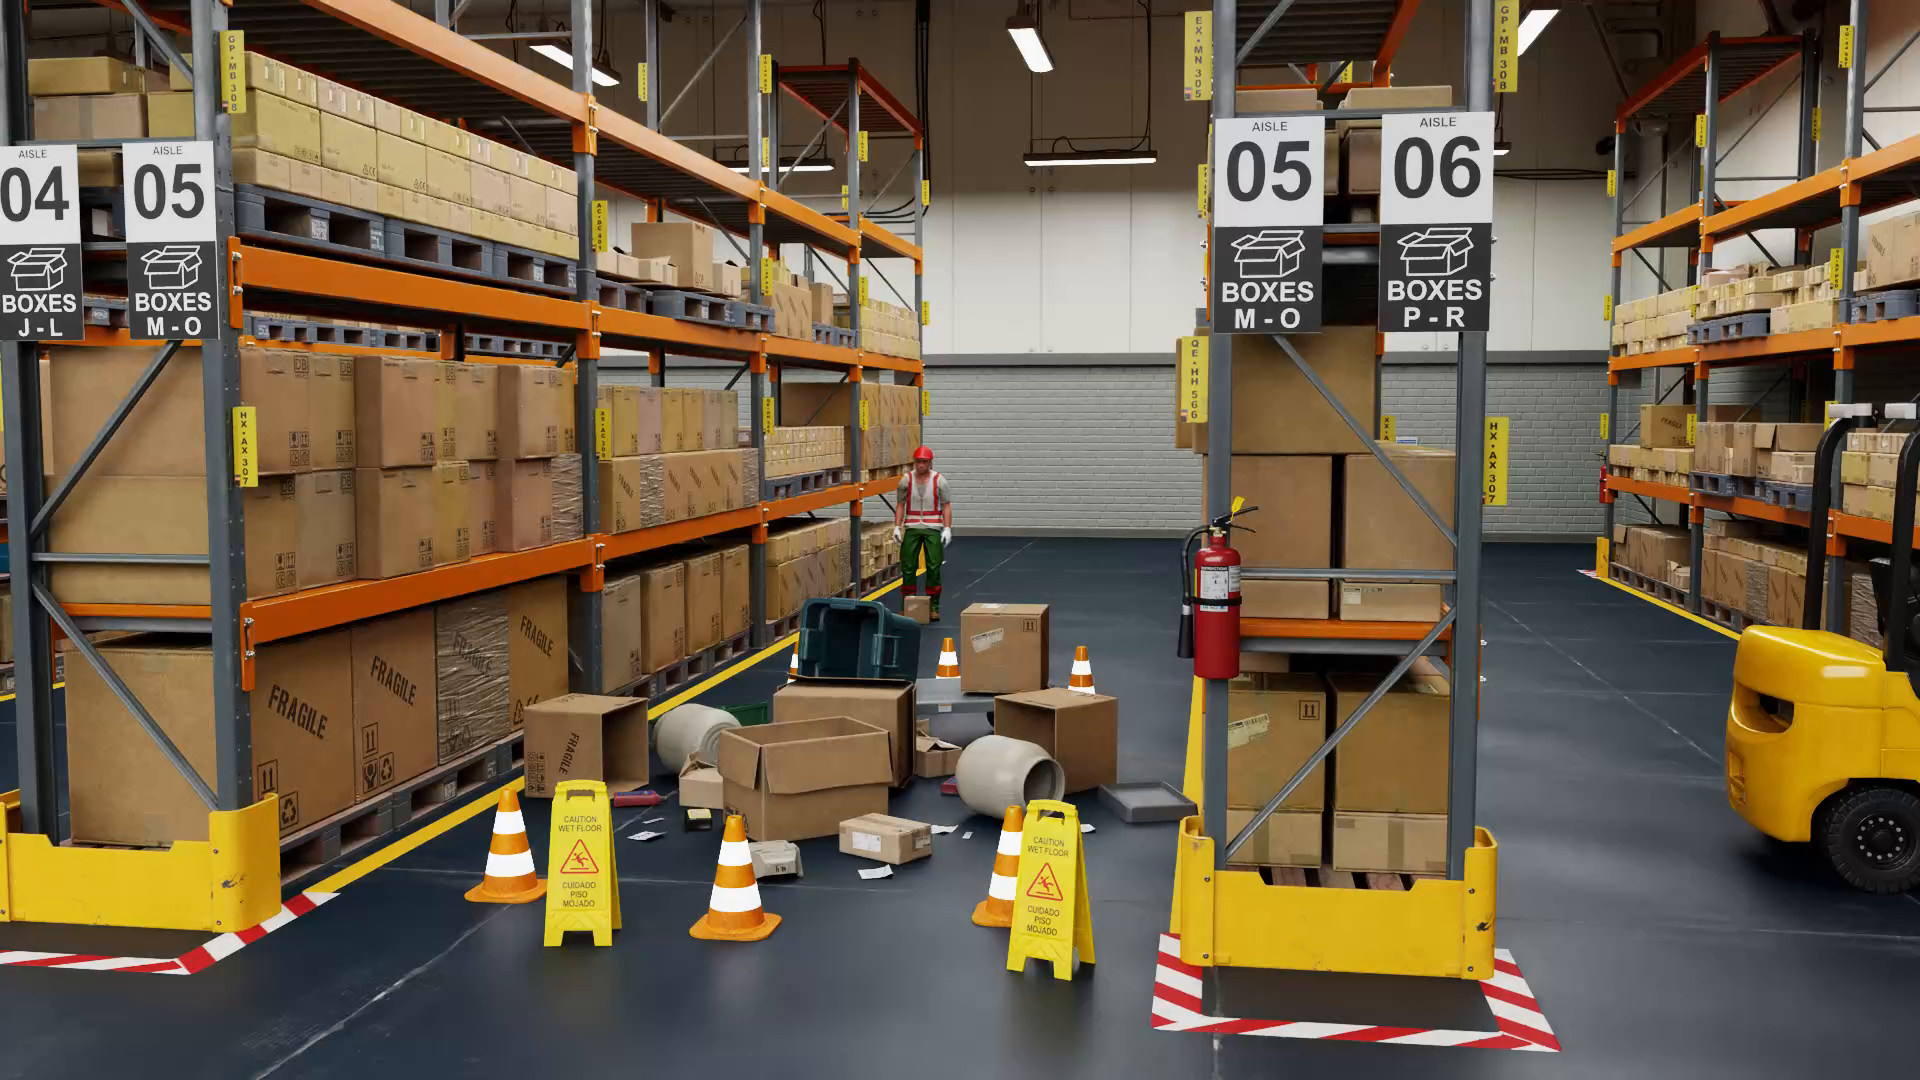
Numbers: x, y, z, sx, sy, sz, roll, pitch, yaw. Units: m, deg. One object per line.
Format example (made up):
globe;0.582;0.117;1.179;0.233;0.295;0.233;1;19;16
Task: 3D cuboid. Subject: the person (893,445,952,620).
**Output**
person;-0.385;-0.074;16.942;0.611;1.779;0.455;1;4;9
